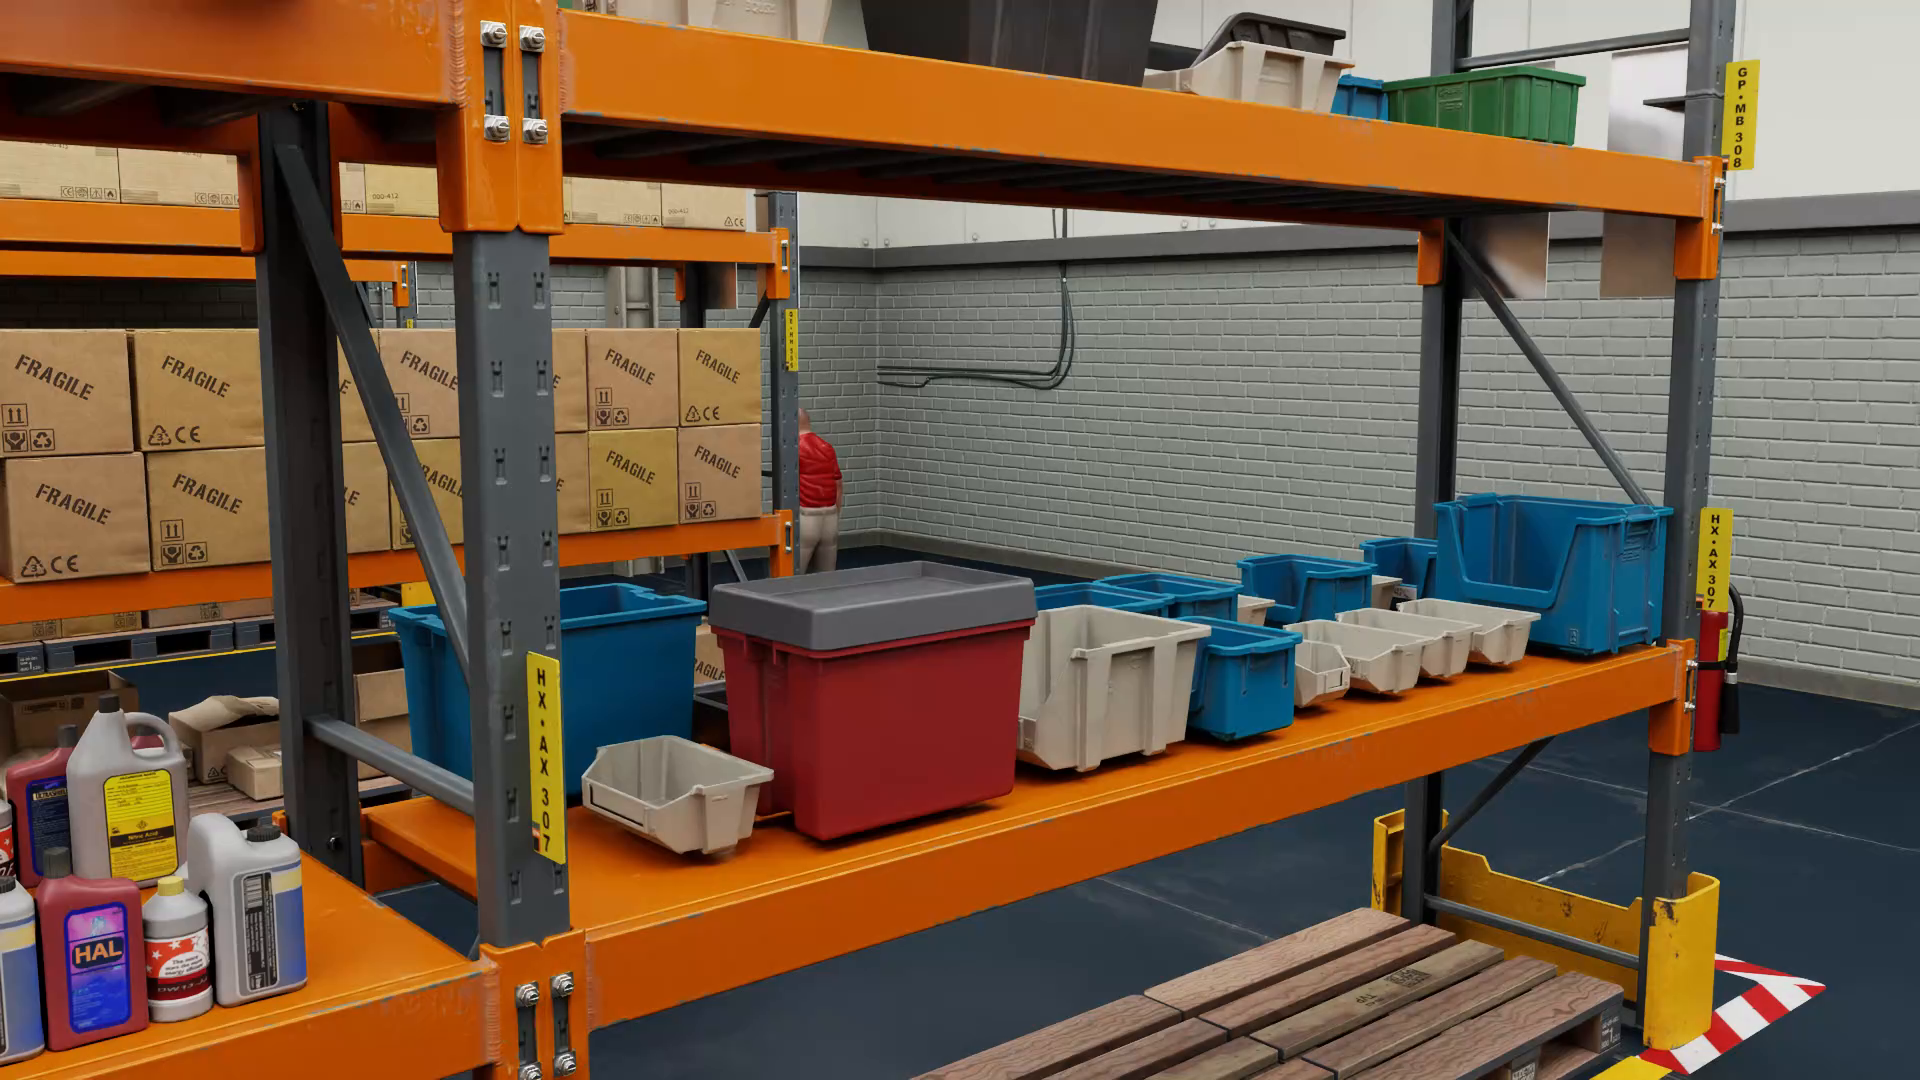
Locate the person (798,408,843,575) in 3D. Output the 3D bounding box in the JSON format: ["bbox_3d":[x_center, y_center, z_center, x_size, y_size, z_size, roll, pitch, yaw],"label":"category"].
[{"bbox_3d":[-1.107,-0.096,12.083,0.594,1.725,0.393,-7,10,-44],"label":"person"}]
